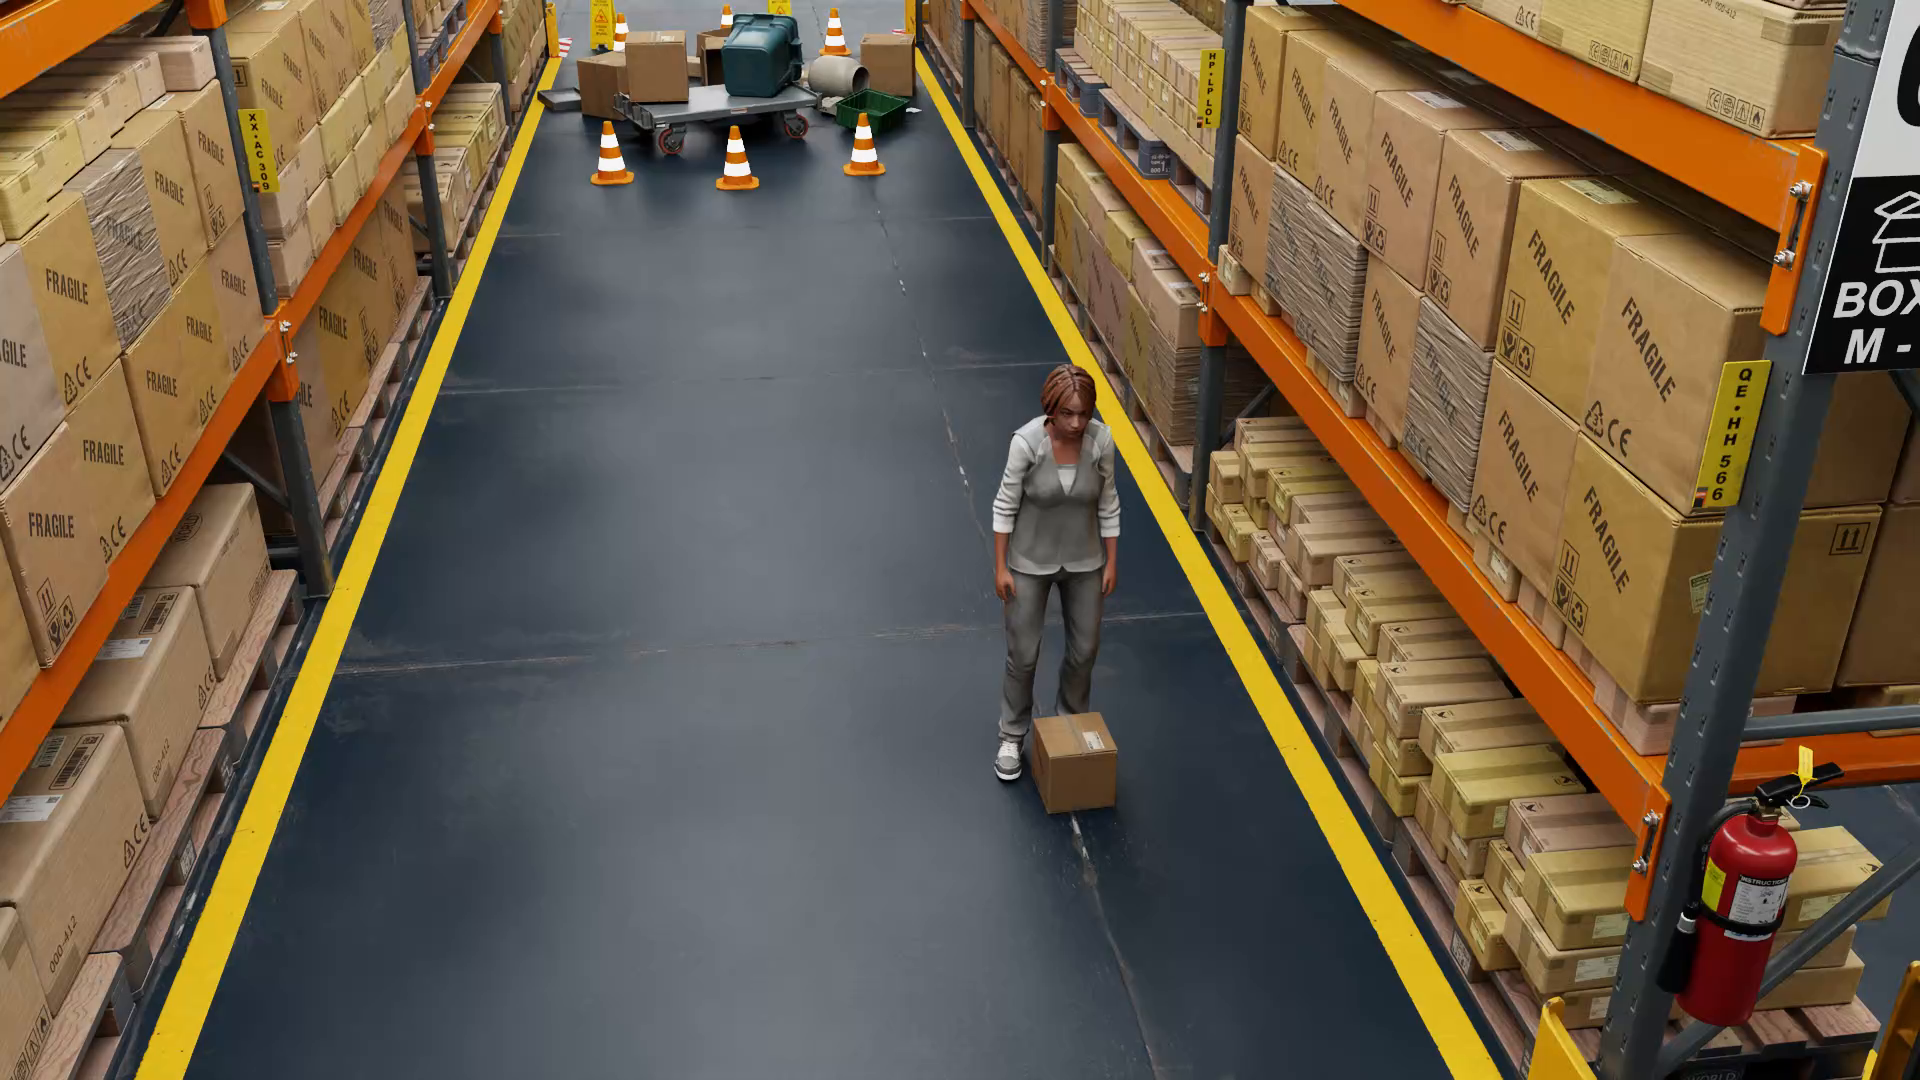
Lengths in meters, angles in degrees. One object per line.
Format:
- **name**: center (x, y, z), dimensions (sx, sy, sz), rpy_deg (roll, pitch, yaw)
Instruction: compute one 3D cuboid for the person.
- **person**: center (0.344, 0.110, 5.932), dimensions (0.460, 1.580, 0.348), rpy_deg (-4, 28, -8)
